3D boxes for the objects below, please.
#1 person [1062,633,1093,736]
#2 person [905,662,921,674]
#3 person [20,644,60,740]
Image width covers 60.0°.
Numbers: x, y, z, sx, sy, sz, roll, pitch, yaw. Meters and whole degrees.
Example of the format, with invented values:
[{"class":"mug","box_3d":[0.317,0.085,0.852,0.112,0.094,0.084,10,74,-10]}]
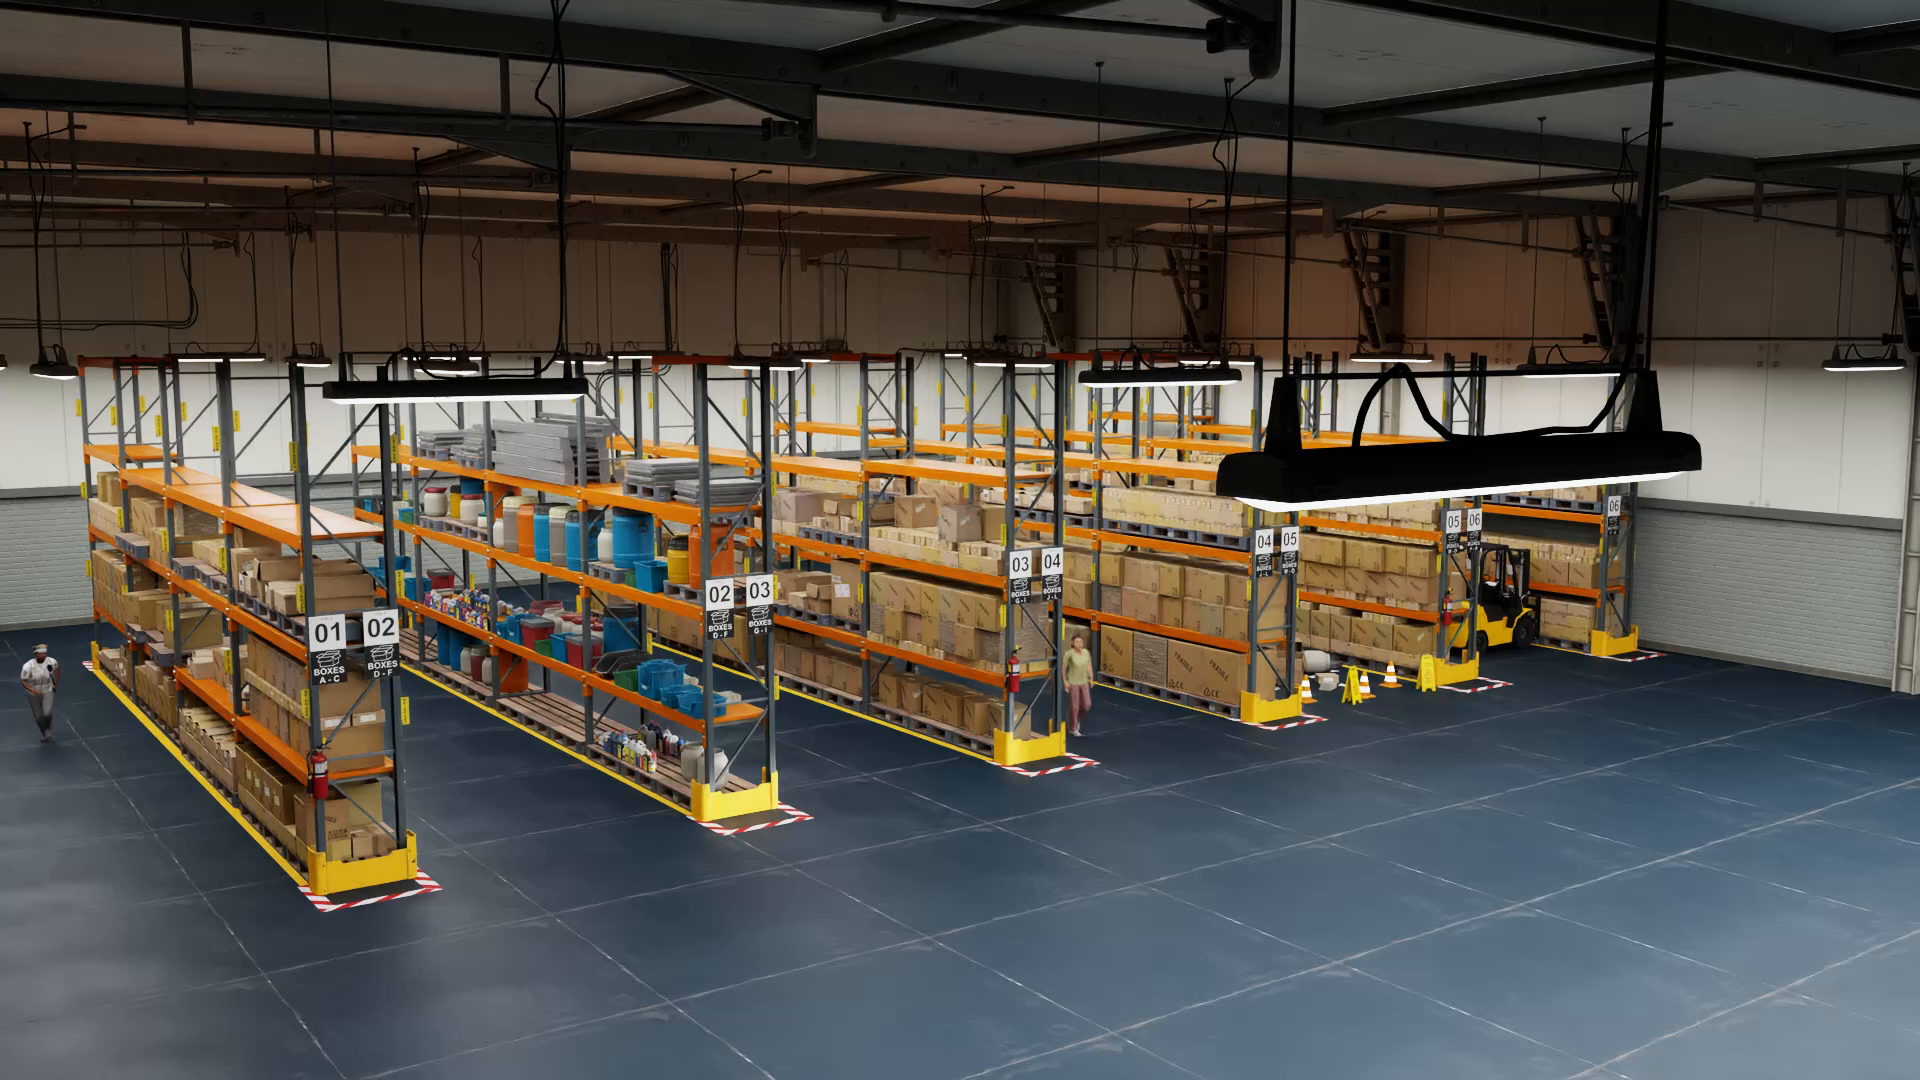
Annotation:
[{"class":"person","box_3d":[1.868,2.298,26.611,0.545,1.655,0.502,-3,7,-22]},{"class":"person","box_3d":[-0.816,1.801,30.535,0.719,1.686,0.633,-3,8,-26]},{"class":"person","box_3d":[-14.397,2.385,26.075,0.531,1.601,0.734,-3,8,-24]}]
